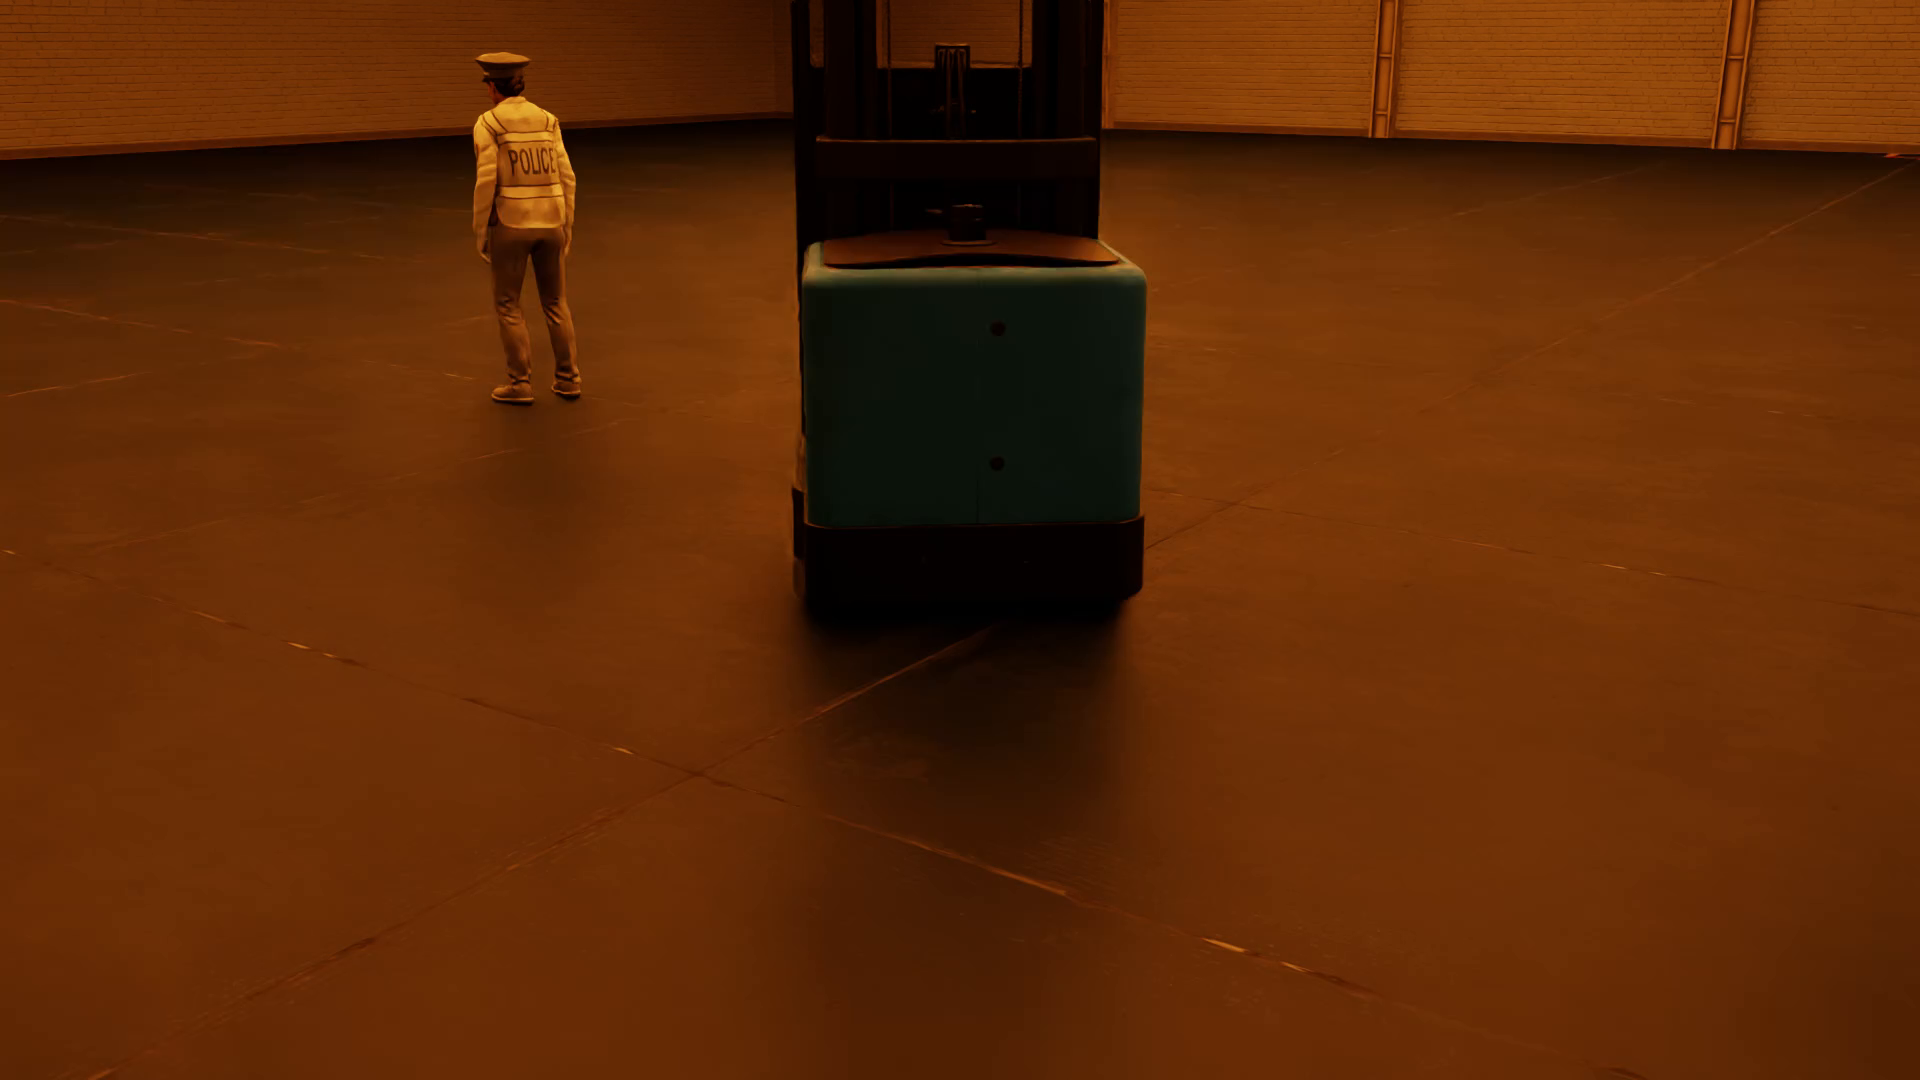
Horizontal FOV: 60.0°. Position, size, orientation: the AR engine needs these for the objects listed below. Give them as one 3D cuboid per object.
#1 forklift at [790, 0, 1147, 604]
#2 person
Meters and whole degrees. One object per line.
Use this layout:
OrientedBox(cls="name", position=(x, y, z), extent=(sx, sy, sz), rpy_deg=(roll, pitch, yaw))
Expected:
OrientedBox(cls="forklift", position=(-0.065, -1.582, 6.122), extent=(1.130, 2.935, 3.031), rpy_deg=(-1, 17, -4))
OrientedBox(cls="person", position=(-2.104, -1.498, 8.063), extent=(0.514, 1.663, 0.374), rpy_deg=(-14, 22, -39))
